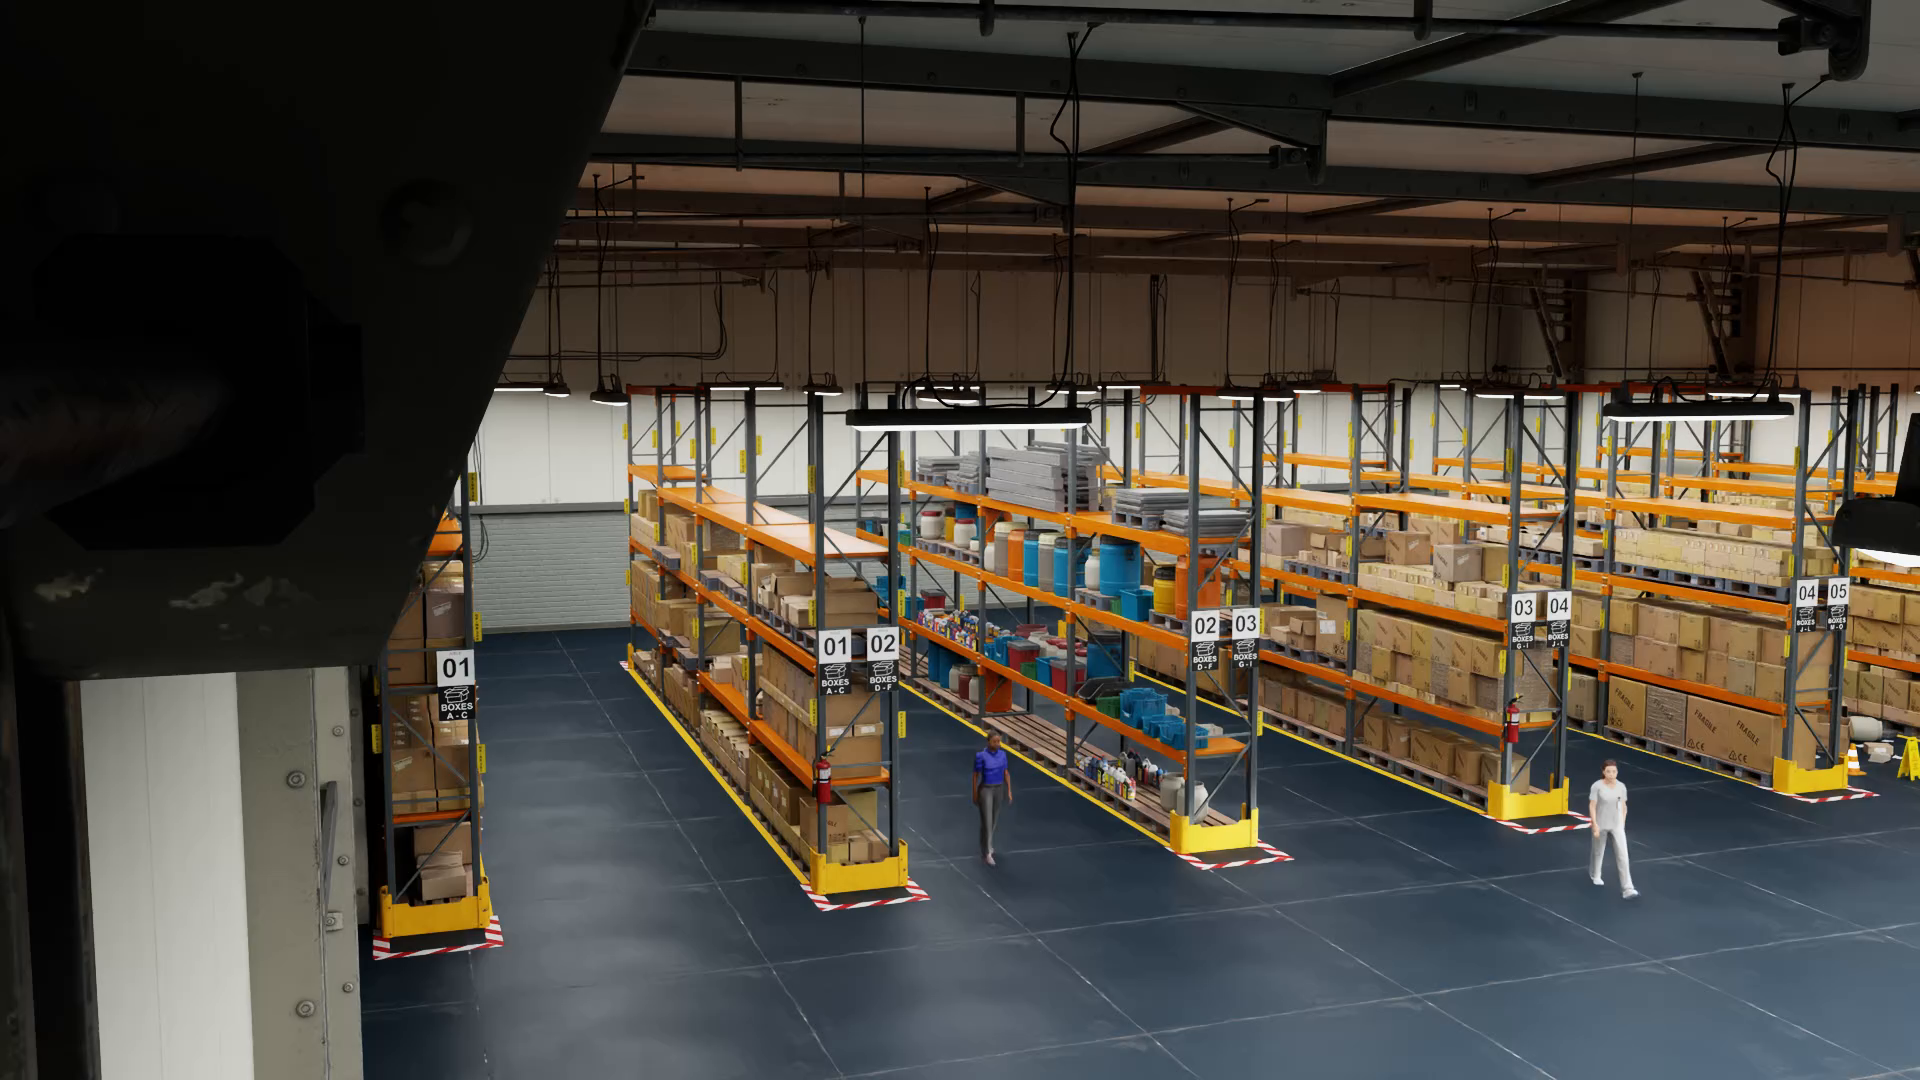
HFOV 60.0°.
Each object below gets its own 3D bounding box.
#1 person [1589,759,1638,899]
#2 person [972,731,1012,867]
[{"bbox_3d":[7.820,3.448,19.972,0.511,1.609,1.049,1,6,13],"label":"person"},{"bbox_3d":[0.408,3.297,21.500,0.504,1.666,0.697,-4,7,-32],"label":"person"}]
